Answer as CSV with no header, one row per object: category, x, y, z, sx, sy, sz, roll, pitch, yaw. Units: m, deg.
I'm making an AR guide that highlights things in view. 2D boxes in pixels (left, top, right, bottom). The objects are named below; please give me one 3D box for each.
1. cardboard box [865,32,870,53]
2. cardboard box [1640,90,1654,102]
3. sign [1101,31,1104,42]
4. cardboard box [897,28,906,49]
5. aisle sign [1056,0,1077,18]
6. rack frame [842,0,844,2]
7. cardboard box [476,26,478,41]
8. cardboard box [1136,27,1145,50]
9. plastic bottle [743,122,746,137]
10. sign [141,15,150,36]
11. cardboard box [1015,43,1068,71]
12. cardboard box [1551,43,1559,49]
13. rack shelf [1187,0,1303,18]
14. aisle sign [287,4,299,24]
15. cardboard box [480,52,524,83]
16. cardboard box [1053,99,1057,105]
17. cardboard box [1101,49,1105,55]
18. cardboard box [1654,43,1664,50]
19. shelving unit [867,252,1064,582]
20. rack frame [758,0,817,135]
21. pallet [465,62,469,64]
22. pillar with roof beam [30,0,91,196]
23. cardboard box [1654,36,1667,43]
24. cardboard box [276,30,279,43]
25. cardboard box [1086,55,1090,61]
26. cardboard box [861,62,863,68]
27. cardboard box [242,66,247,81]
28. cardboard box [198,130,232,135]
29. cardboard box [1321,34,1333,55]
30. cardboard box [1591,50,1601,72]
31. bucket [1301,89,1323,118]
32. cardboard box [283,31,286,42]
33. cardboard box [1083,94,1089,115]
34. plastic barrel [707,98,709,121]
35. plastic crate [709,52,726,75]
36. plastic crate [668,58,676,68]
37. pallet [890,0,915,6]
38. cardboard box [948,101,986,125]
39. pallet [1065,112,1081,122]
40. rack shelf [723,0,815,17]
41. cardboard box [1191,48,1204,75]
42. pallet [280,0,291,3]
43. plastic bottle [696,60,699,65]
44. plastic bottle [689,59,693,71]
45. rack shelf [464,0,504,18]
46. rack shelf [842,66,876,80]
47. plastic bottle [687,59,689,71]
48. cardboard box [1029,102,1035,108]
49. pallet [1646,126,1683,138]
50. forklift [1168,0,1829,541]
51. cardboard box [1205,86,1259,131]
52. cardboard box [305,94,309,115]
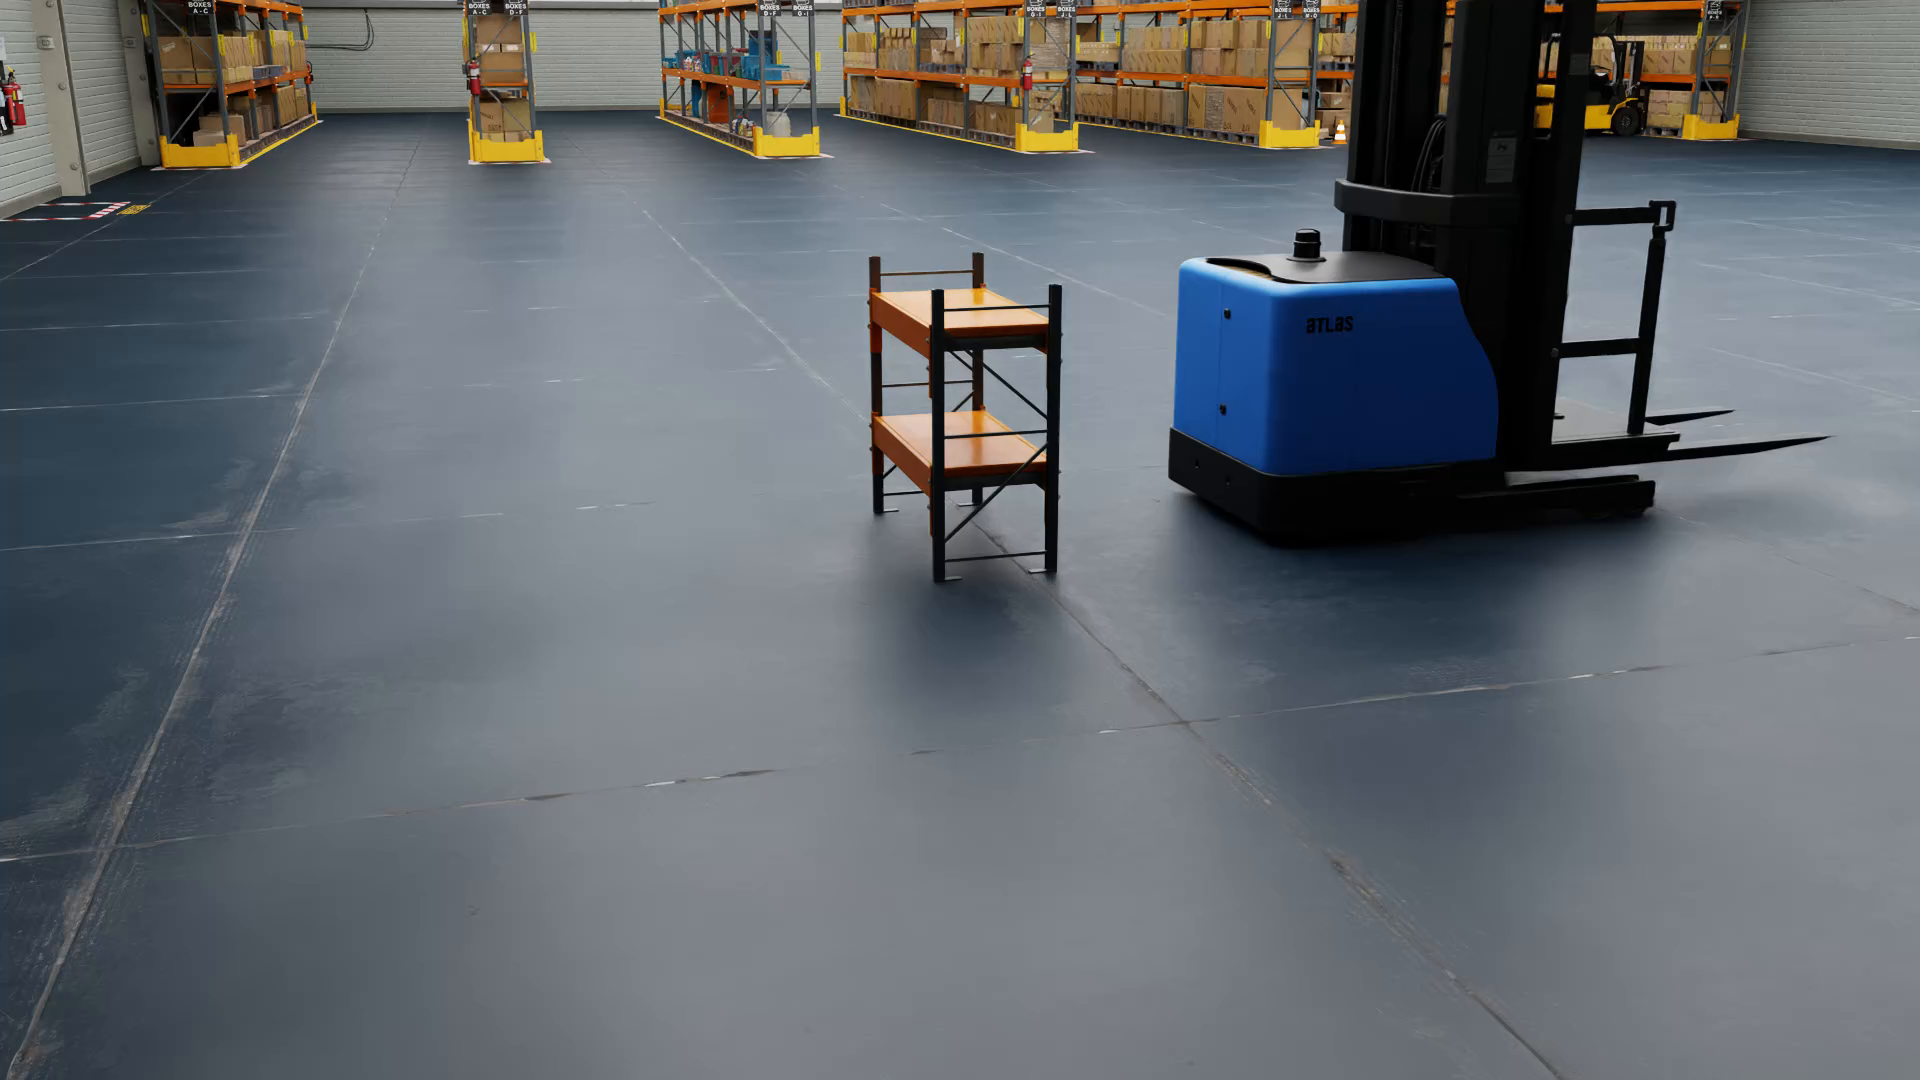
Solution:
cardboard box,-2.144,-12.822,42.864,0.500,0.500,0.500,-5,17,-15
cardboard box,15.250,-9.750,36.509,0.500,0.250,0.500,-4,17,-15
sign,3.702,-13.111,43.373,0.100,0.325,0.005,-5,17,-15
cardboard box,-1.080,-12.138,40.229,0.797,0.503,0.637,-4,17,-13
aisle sign,1.976,-10.080,30.775,0.394,0.787,0.004,-5,17,-15
rack frame,-2.727,-16.127,44.998,1.000,3.000,0.127,-5,17,-15
cardboard box,-8.687,-9.560,31.134,0.700,0.500,0.500,-5,17,-15
cardboard box,4.523,-11.667,38.667,0.700,0.500,0.500,-5,17,-16
plastic bottle,-4.099,-7.926,32.095,0.152,0.276,0.135,-5,17,-17
sign,-13.157,-8.321,26.876,0.100,0.325,0.005,-5,17,-15
cardboard box,1.546,-9.173,31.584,0.875,0.500,0.500,-5,17,-15
cardboard box,14.259,-11.751,39.557,0.380,0.149,0.250,-5,18,-17
rack shelf,5.918,-10.837,33.853,1.077,0.370,4.000,-5,17,-15
aisle sign,-16.746,-13.368,41.721,0.394,0.787,0.004,-5,17,-15
cardboard box,-7.971,-8.224,28.942,0.700,0.500,0.500,-5,17,-15
cardboard box,2.691,-11.626,44.149,0.380,0.149,0.250,-6,18,-18
cardboard box,3.620,-11.803,40.220,0.380,0.149,0.250,-4,17,-13
cardboard box,15.319,-10.722,36.130,0.380,0.149,0.250,-5,18,-17
shelving unit,-0.002,-0.541,6.796,0.538,1.125,1.048,-5,17,-15
rack frame,-3.092,-8.436,29.824,1.000,3.000,0.127,-5,17,-15
pallet,-11.039,-11.044,38.836,1.003,0.211,1.213,-5,17,-15
pillar with roof beam,-7.853,-9.332,22.378,9.100,9.000,0.400,-5,17,-15
cardboard box,15.299,-10.862,36.081,0.380,0.149,0.250,-4,17,-14
cardboard box,-14.982,-10.858,35.855,0.500,0.250,0.500,-5,17,-15
cardboard box,3.344,-11.941,41.198,0.380,0.149,0.250,-4,17,-14
cardboard box,-2.380,-12.441,43.591,0.380,0.149,0.250,-5,17,-16
cardboard box,-13.013,-8.314,29.642,0.500,0.250,0.500,-5,17,-16
cardboard box,-12.878,-6.932,28.725,0.500,0.311,0.500,-3,17,-11
cardboard box,9.052,-11.929,40.031,0.500,0.500,0.500,-4,17,-12
cardboard box,14.742,-11.016,38.237,0.500,0.500,0.500,-5,17,-17
bucket,7.622,-9.603,36.757,0.726,0.611,0.620,1,7,4
cardboard box,-15.410,-11.280,37.262,0.500,0.250,0.500,-4,17,-14
cardboard box,3.421,-11.000,41.973,0.500,0.500,0.500,-4,17,-14
plastic barrel,-5.682,-9.942,38.430,0.421,0.512,0.421,0,17,0
plastic crate,-5.140,-10.209,35.613,0.402,0.464,0.583,-5,17,-15
plastic crate,-7.293,-12.269,42.770,0.416,0.233,0.300,-5,17,-15
pallet,-1.066,-12.870,39.698,1.003,0.211,1.213,-4,17,-13
cardboard box,0.156,-9.408,36.637,0.700,0.500,0.500,-6,18,-20
pallet,3.385,-10.961,43.074,1.003,0.211,1.213,-5,17,-15
rack shelf,-3.641,-10.082,31.337,1.077,0.370,4.000,-5,17,-15
cardboard box,5.481,-10.269,35.665,0.875,0.550,0.550,-5,17,-15
pallet,-16.130,-12.594,38.604,1.003,0.211,1.213,-5,17,-15
plastic bottle,-5.996,-10.871,38.151,0.097,0.271,0.097,0,17,0
plastic bottle,-6.310,-11.218,39.299,0.152,0.276,0.135,-5,17,-15
rack shelf,-9.504,-10.798,33.720,1.077,0.370,4.000,-5,17,-15
rack shelf,-2.177,-12.356,44.123,1.077,0.370,4.000,-5,17,-15
plastic bottle,-6.455,-11.319,39.623,0.061,0.283,0.133,-5,17,-15
cardboard box,2.097,-12.070,46.146,0.380,0.149,0.250,-4,17,-15
pallet,15.720,-8.878,36.140,1.003,0.211,1.213,-5,17,-15
forklift,2.534,-1.632,7.292,3.031,2.935,1.130,-5,18,-17
cardboard box,5.725,-9.054,34.842,0.875,0.875,0.875,-5,17,-15
cardboard box,-16.726,-10.897,41.631,0.700,0.500,0.500,-5,17,-15
